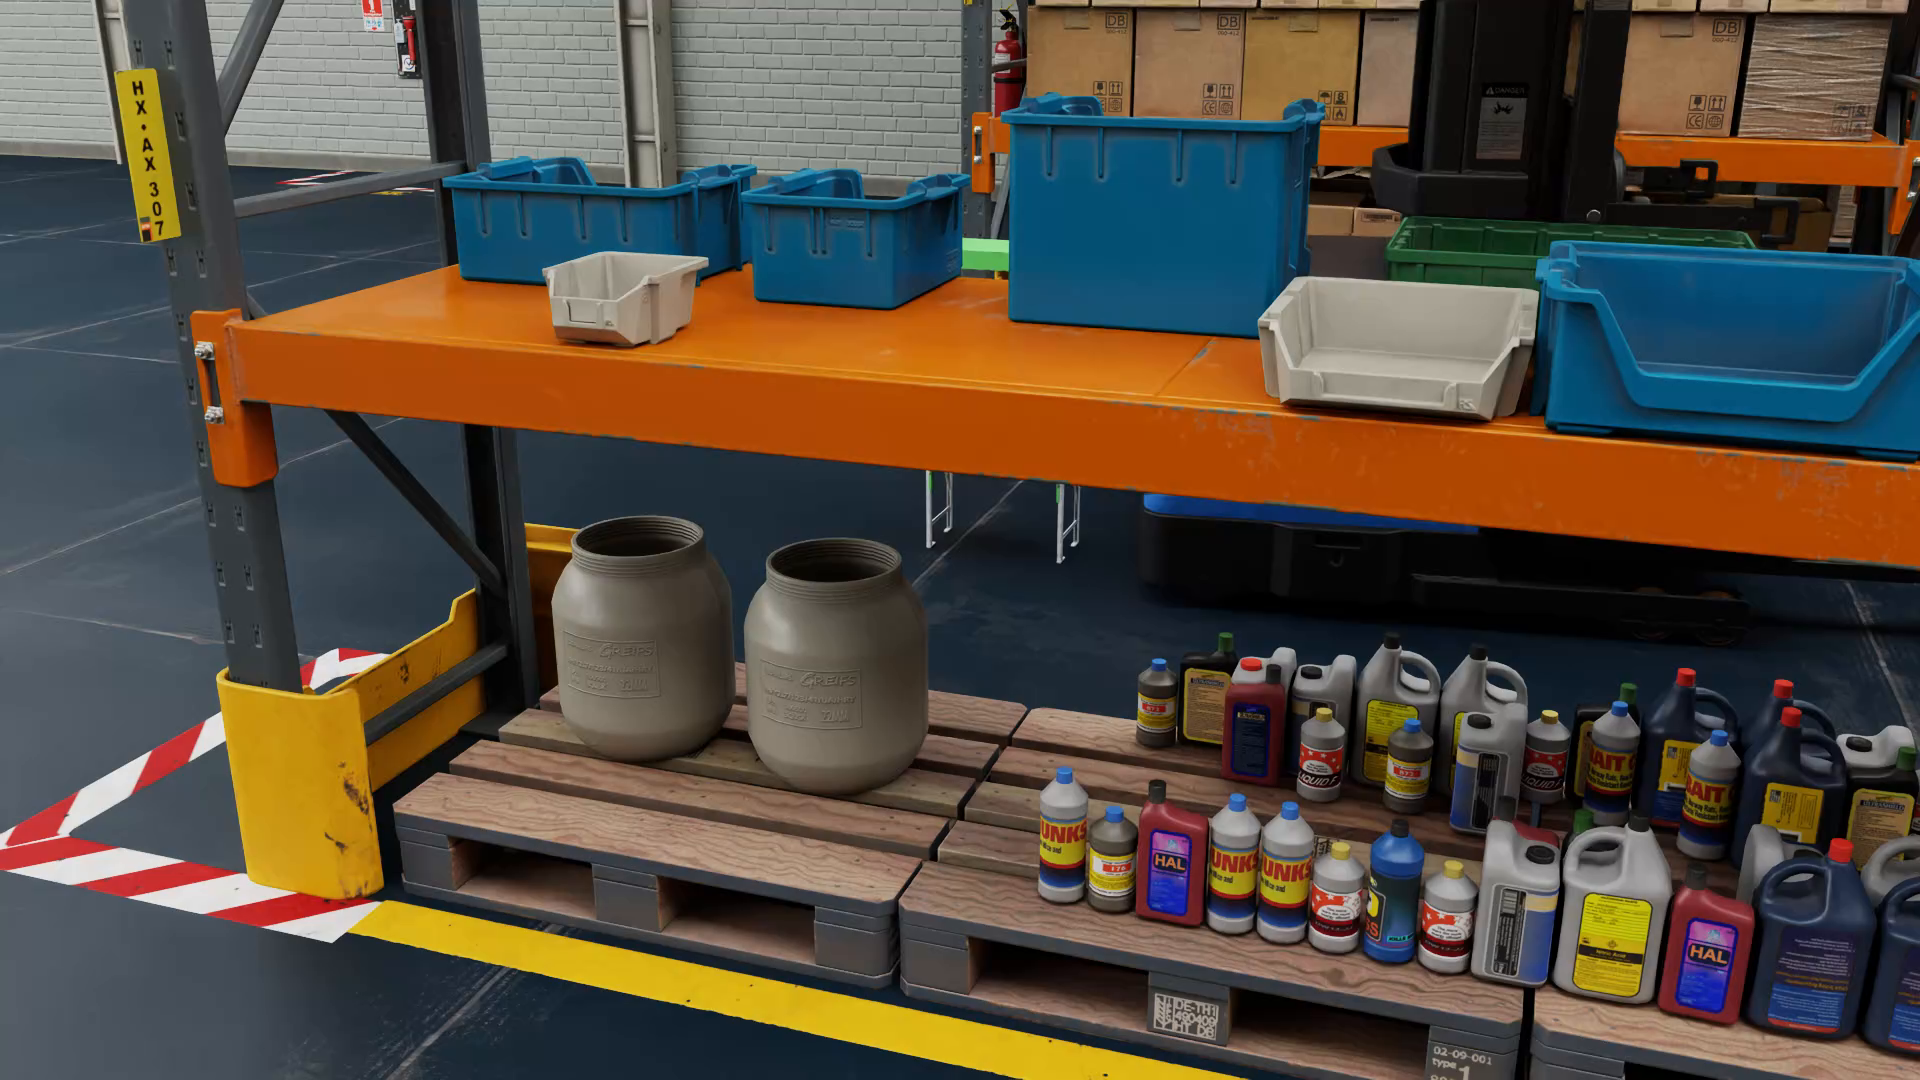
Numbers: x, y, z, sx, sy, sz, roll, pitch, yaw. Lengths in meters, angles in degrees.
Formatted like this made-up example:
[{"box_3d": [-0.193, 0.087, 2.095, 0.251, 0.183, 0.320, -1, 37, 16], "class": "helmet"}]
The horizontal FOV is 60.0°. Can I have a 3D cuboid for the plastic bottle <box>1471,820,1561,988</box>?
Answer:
[{"box_3d": [1.033, 0.665, 3.082, 0.135, 0.276, 0.152, 7, 20, 19], "class": "plastic bottle"}]

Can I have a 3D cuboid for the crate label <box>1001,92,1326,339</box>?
[{"box_3d": [0.424, -0.693, 3.455, 0.616, 0.435, 0.502, 7, 20, 18], "class": "crate label"}]

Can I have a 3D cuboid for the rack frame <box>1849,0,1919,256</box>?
[{"box_3d": [4.004, -1.899, 6.967, 0.127, 3.000, 1.000, 7, 20, 18], "class": "rack frame"}]

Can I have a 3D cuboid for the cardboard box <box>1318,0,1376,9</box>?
[{"box_3d": [1.743, -2.437, 7.372, 0.250, 0.149, 0.380, 6, 20, 17], "class": "cardboard box"}]

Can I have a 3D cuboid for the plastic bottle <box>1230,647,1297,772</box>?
[{"box_3d": [0.704, 0.385, 3.885, 0.135, 0.276, 0.152, 7, 20, 18], "class": "plastic bottle"}]

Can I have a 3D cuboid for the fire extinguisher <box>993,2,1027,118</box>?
[{"box_3d": [0.266, -2.452, 8.670, 0.183, 0.674, 0.296, 7, 20, 18], "class": "fire extinguisher"}]

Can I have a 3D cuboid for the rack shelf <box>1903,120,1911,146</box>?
[{"box_3d": [5.893, -1.343, 6.466, 4.000, 0.370, 1.077, 7, 20, 18], "class": "rack shelf"}]

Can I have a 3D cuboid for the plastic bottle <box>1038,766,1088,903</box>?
[{"box_3d": [0.207, 0.582, 3.326, 0.097, 0.271, 0.097, 0, 19, 0], "class": "plastic bottle"}]

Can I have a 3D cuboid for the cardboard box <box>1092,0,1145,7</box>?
[{"box_3d": [0.776, -2.548, 7.690, 0.250, 0.149, 0.380, 6, 20, 17], "class": "cardboard box"}]

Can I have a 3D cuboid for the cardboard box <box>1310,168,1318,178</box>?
[{"box_3d": [2.472, -2.707, 12.702, 0.500, 0.311, 0.500, 4, 20, 12], "class": "cardboard box"}]

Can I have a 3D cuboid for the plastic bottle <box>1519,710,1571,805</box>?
[{"box_3d": [1.311, 0.480, 3.725, 0.097, 0.201, 0.097, 0, 19, 0], "class": "plastic bottle"}]

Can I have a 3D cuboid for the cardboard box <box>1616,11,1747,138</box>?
[{"box_3d": [3.082, -2.047, 7.240, 0.500, 0.500, 0.700, 6, 20, 17], "class": "cardboard box"}]

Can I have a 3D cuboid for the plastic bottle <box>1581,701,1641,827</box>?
[{"box_3d": [1.419, 0.480, 3.618, 0.097, 0.271, 0.097, 0, 19, 0], "class": "plastic bottle"}]

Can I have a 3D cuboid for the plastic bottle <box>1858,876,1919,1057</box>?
[{"box_3d": [1.672, 0.704, 2.856, 0.185, 0.351, 0.144, 6, 20, 17], "class": "plastic bottle"}]

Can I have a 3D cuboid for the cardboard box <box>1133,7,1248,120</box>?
[{"box_3d": [1.160, -2.269, 7.876, 0.500, 0.500, 0.700, 7, 20, 19], "class": "cardboard box"}]

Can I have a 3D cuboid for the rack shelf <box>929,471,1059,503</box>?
[{"box_3d": [0.156, -0.262, 5.927, 0.480, 0.148, 0.258, 7, 20, 18], "class": "rack shelf"}]

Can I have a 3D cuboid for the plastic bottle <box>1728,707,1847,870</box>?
[{"box_3d": [1.701, 0.512, 3.405, 0.185, 0.351, 0.144, 7, 20, 18], "class": "plastic bottle"}]

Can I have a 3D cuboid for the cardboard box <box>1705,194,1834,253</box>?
[{"box_3d": [3.669, -1.301, 7.650, 0.500, 0.500, 0.500, 7, 20, 18], "class": "cardboard box"}]

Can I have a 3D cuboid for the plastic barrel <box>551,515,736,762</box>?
[{"box_3d": [-0.757, 0.232, 3.994, 0.421, 0.512, 0.421, 0, 19, 0], "class": "plastic barrel"}]

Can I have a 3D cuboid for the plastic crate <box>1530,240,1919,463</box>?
[{"box_3d": [1.240, -0.324, 2.675, 0.616, 0.251, 0.499, 7, 20, 18], "class": "plastic crate"}]

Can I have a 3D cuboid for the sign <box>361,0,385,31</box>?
[{"box_3d": [-5.685, -5.101, 16.098, 0.234, 0.329, 0.001, 7, 20, 18], "class": "sign"}]

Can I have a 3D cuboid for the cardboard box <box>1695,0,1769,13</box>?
[{"box_3d": [3.196, -2.270, 6.894, 0.250, 0.149, 0.380, 6, 20, 16], "class": "cardboard box"}]

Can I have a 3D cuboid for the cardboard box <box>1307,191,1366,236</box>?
[{"box_3d": [1.609, -1.355, 7.805, 0.500, 0.500, 0.500, 7, 20, 18], "class": "cardboard box"}]

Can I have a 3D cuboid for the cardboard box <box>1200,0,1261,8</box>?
[{"box_3d": [1.249, -2.492, 7.532, 0.250, 0.149, 0.380, 6, 20, 17], "class": "cardboard box"}]

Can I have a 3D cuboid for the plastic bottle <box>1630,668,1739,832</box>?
[{"box_3d": [1.570, 0.447, 3.592, 0.185, 0.351, 0.144, 6, 20, 16], "class": "plastic bottle"}]

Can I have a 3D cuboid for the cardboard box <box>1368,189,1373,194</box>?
[{"box_3d": [2.251, -1.462, 8.113, 0.500, 0.500, 0.500, 7, 20, 18], "class": "cardboard box"}]

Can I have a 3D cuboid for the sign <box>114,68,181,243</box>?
[{"box_3d": [-1.588, -0.752, 3.255, 0.005, 0.325, 0.100, 7, 20, 18], "class": "sign"}]

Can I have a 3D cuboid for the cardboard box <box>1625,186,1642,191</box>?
[{"box_3d": [4.633, -2.567, 12.012, 0.500, 0.500, 0.500, 5, 20, 14], "class": "cardboard box"}]

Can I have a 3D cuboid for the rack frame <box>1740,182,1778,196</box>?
[{"box_3d": [5.626, -3.440, 11.387, 0.127, 3.000, 1.000, 7, 20, 18], "class": "rack frame"}]

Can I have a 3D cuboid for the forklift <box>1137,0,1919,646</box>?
[{"box_3d": [2.158, -1.248, 5.202, 3.031, 2.935, 1.130, 4, 20, 10], "class": "forklift"}]

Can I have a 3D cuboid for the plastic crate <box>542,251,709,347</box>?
[{"box_3d": [-0.664, -0.470, 3.269, 0.250, 0.136, 0.298, 7, 20, 18], "class": "plastic crate"}]

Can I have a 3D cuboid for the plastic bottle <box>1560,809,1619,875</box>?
[{"box_3d": [1.195, 0.645, 3.126, 0.133, 0.283, 0.061, 7, 20, 18], "class": "plastic bottle"}]

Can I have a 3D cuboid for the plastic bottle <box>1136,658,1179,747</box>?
[{"box_3d": [0.475, 0.384, 4.000, 0.097, 0.201, 0.097, 0, 19, 0], "class": "plastic bottle"}]

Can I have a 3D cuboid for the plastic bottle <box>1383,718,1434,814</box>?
[{"box_3d": [0.995, 0.494, 3.685, 0.097, 0.201, 0.097, 0, 19, 0], "class": "plastic bottle"}]

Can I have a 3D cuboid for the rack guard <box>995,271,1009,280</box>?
[{"box_3d": [0.203, -1.153, 8.625, 0.348, 0.500, 1.175, 7, 20, 18], "class": "rack guard"}]

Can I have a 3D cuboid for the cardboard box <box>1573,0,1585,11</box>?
[{"box_3d": [2.716, -2.326, 7.054, 0.250, 0.149, 0.380, 6, 20, 18], "class": "cardboard box"}]

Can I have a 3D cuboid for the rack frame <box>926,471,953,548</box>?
[{"box_3d": [-0.074, -0.575, 5.903, 0.015, 1.200, 0.240, 7, 20, 18], "class": "rack frame"}]

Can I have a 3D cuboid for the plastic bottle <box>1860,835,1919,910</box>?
[{"box_3d": [1.719, 0.659, 2.985, 0.185, 0.351, 0.144, 7, 20, 18], "class": "plastic bottle"}]

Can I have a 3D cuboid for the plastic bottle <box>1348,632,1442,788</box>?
[{"box_3d": [0.993, 0.381, 3.782, 0.185, 0.351, 0.144, 7, 21, 20], "class": "plastic bottle"}]

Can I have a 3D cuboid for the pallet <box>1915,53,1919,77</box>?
[{"box_3d": [6.300, -3.221, 11.052, 1.213, 0.211, 1.003, 7, 20, 18], "class": "pallet"}]

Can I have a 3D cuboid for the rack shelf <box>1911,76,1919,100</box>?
[{"box_3d": [7.515, -2.884, 10.885, 4.000, 0.370, 1.077, 7, 20, 18], "class": "rack shelf"}]

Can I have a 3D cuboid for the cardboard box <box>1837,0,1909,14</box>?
[{"box_3d": [3.677, -2.215, 6.737, 0.250, 0.149, 0.380, 7, 20, 18], "class": "cardboard box"}]

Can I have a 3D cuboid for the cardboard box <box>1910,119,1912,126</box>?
[{"box_3d": [6.744, -2.700, 11.256, 0.500, 0.250, 0.500, 6, 20, 17], "class": "cardboard box"}]

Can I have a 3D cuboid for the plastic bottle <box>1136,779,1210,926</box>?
[{"box_3d": [0.415, 0.606, 3.238, 0.133, 0.283, 0.061, 7, 20, 19], "class": "plastic bottle"}]

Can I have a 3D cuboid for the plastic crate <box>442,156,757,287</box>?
[{"box_3d": [-0.833, -0.760, 3.926, 0.616, 0.251, 0.499, 7, 20, 18], "class": "plastic crate"}]

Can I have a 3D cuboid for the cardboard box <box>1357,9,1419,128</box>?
[{"box_3d": [2.126, -2.158, 7.557, 0.500, 0.500, 0.700, 7, 20, 20], "class": "cardboard box"}]

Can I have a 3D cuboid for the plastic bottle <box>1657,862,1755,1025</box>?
[{"box_3d": [1.323, 0.710, 2.940, 0.133, 0.283, 0.061, 8, 21, 22], "class": "plastic bottle"}]

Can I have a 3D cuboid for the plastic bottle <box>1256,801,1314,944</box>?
[{"box_3d": [0.625, 0.630, 3.189, 0.097, 0.271, 0.097, 0, 19, 0], "class": "plastic bottle"}]

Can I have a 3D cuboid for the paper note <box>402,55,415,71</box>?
[{"box_3d": [-5.341, -4.617, 16.102, 0.142, 0.148, 0.016, 7, 20, 18], "class": "paper note"}]

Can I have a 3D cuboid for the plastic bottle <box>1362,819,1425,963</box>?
[{"box_3d": [0.817, 0.652, 3.126, 0.097, 0.271, 0.097, 0, 19, 0], "class": "plastic bottle"}]

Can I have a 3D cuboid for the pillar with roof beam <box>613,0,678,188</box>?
[{"box_3d": [-4.288, -6.207, 10.213, 0.400, 9.000, 9.100, 7, 20, 18], "class": "pillar with roof beam"}]

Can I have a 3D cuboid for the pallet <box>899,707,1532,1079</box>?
[{"box_3d": [0.598, 0.741, 3.631, 1.213, 0.211, 1.003, 7, 20, 18], "class": "pallet"}]

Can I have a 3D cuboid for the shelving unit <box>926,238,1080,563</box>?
[{"box_3d": [0.156, -0.549, 5.827, 0.503, 1.200, 0.258, 7, 20, 18], "class": "shelving unit"}]

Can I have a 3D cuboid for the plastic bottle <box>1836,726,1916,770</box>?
[{"box_3d": [1.903, 0.522, 3.491, 0.135, 0.276, 0.152, 7, 21, 20], "class": "plastic bottle"}]
